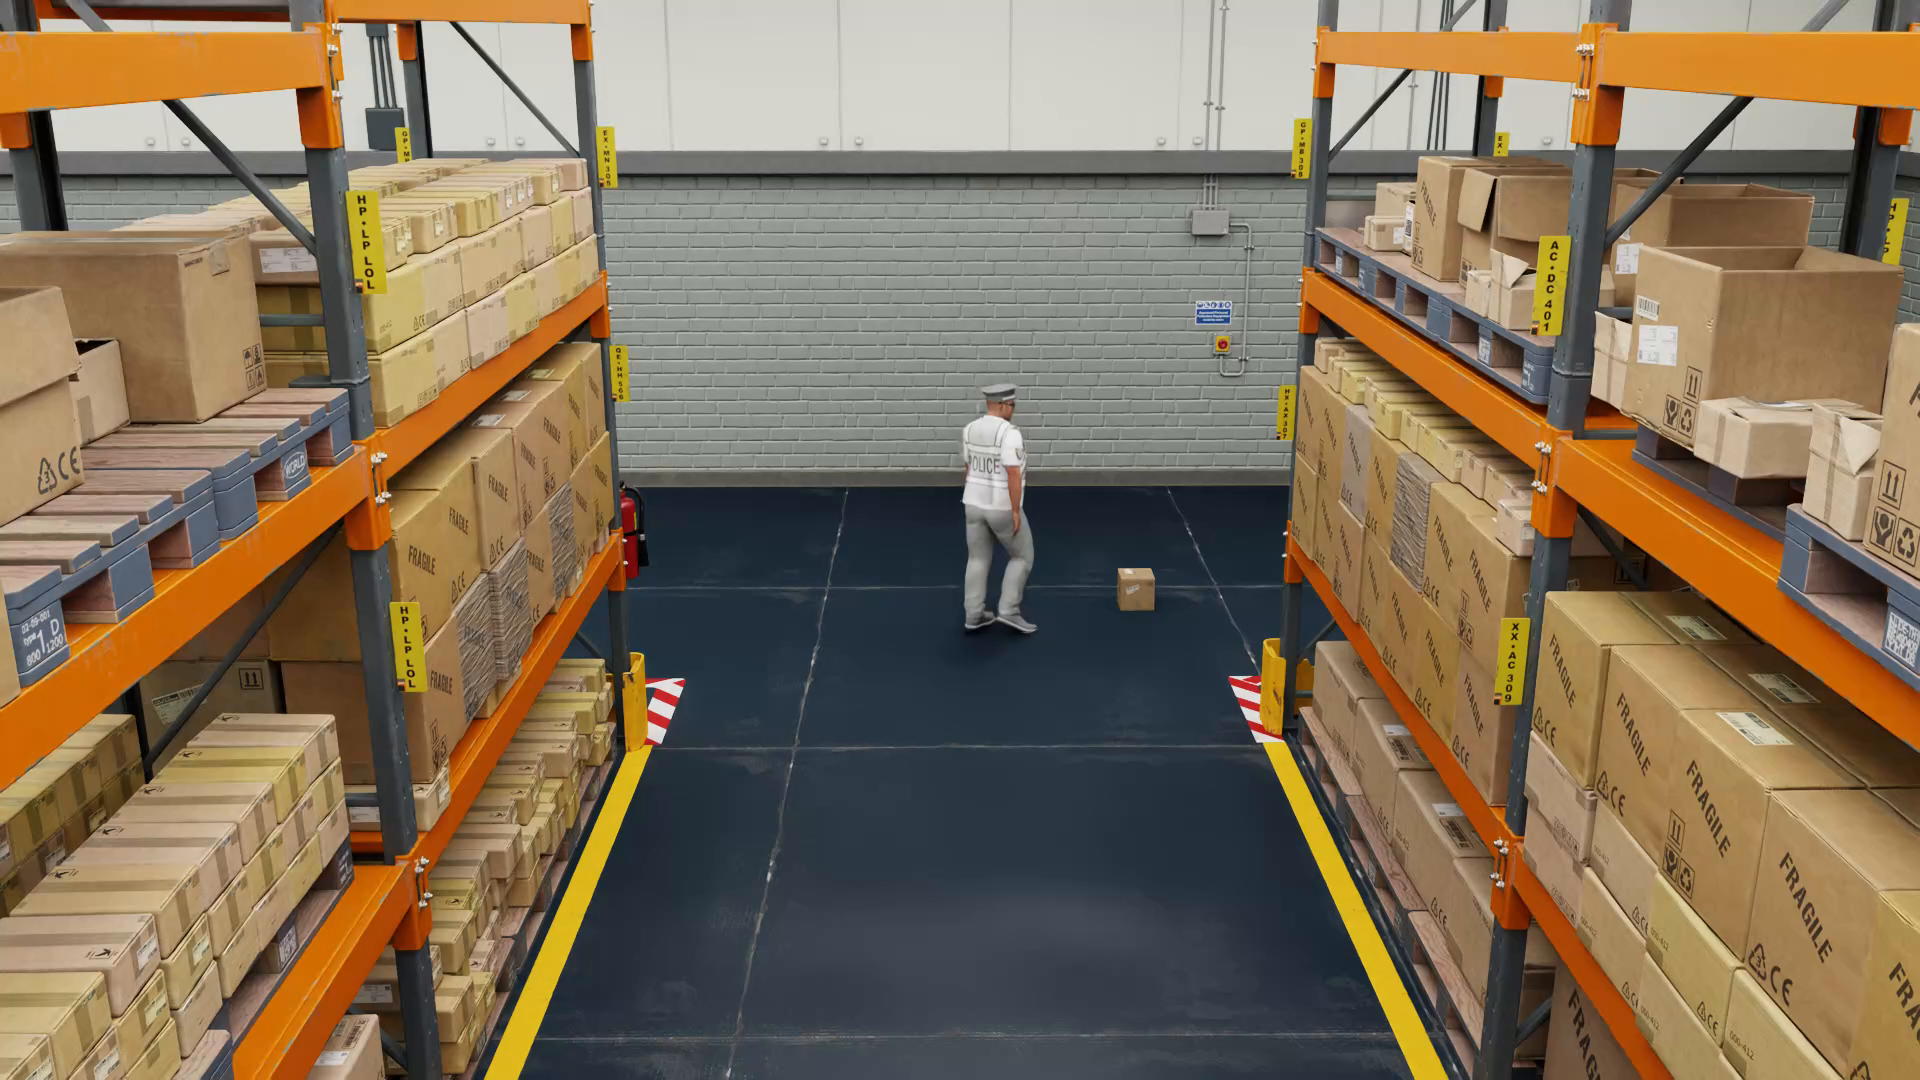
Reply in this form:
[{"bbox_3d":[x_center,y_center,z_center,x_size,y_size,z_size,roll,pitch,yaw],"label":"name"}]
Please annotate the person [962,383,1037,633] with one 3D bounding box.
[{"bbox_3d":[0.241,-0.204,11.713,0.584,1.779,0.483,12,21,34],"label":"person"}]
